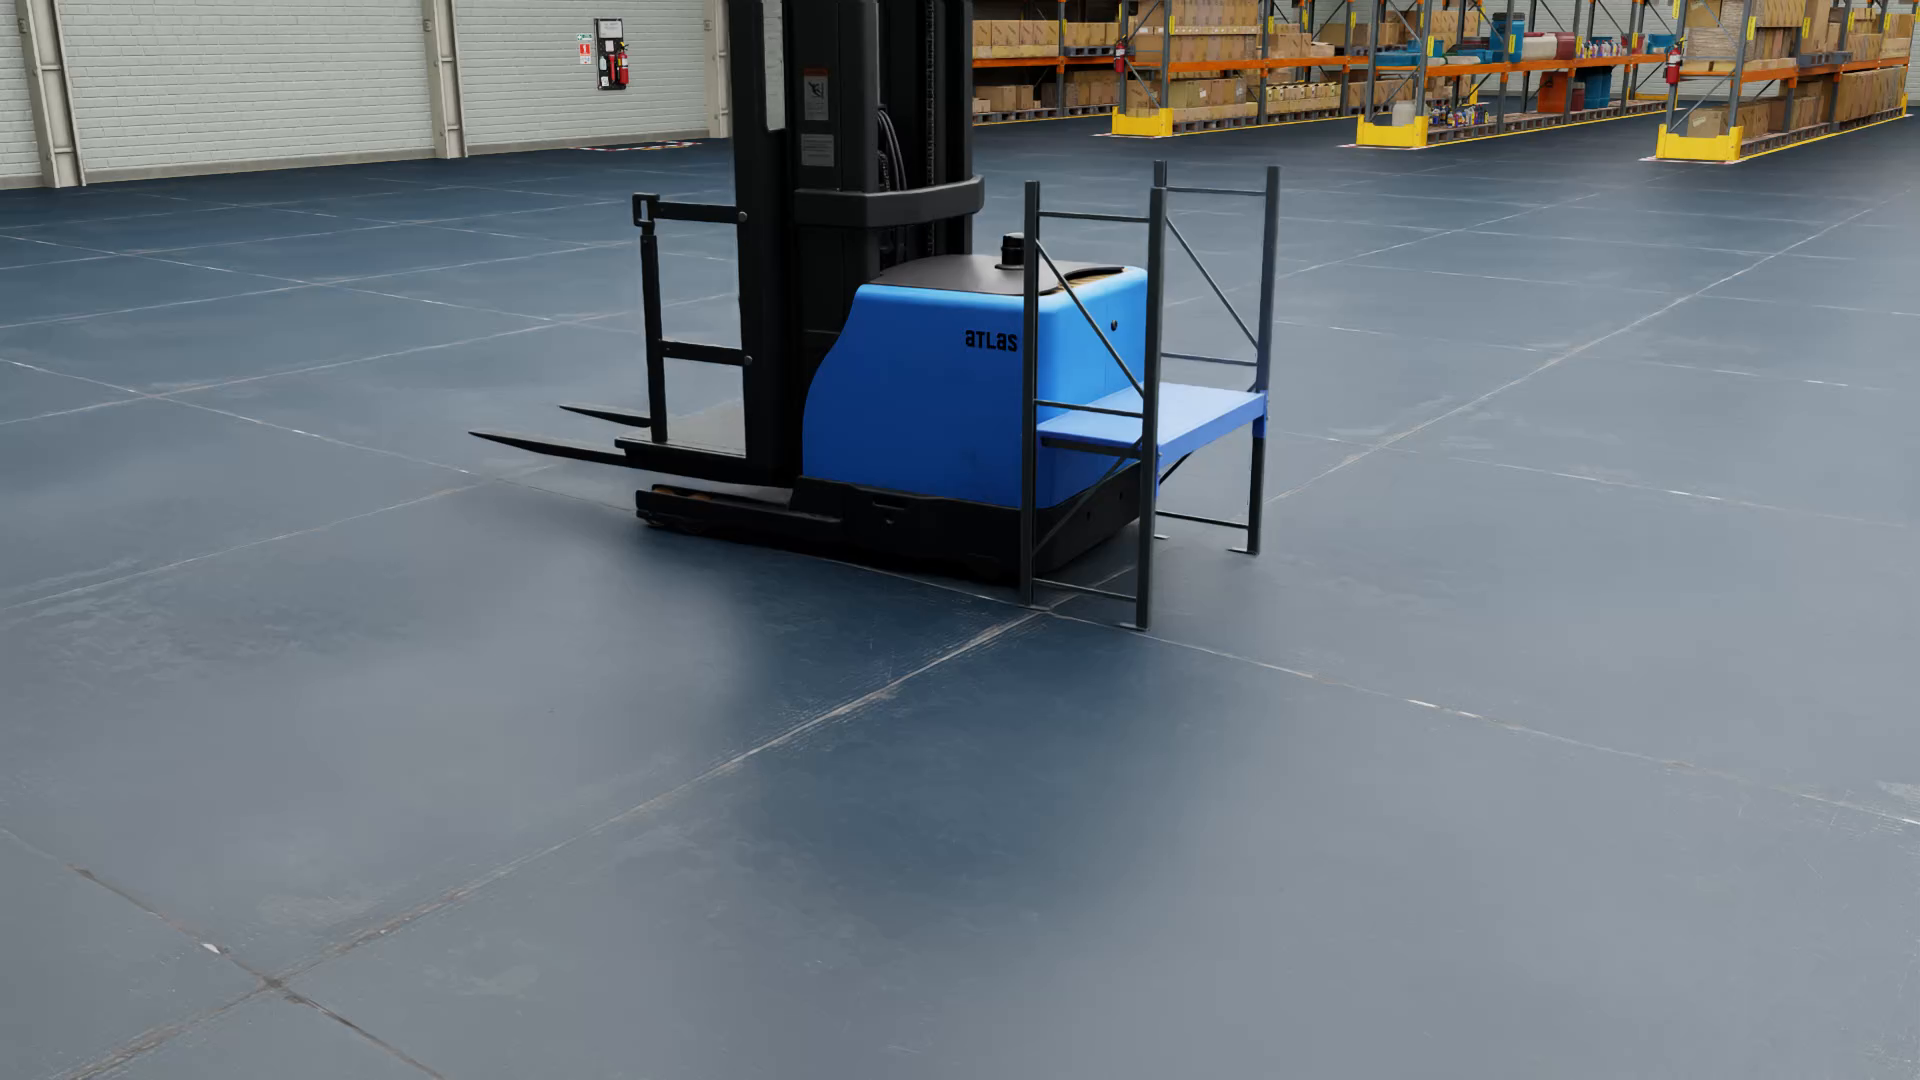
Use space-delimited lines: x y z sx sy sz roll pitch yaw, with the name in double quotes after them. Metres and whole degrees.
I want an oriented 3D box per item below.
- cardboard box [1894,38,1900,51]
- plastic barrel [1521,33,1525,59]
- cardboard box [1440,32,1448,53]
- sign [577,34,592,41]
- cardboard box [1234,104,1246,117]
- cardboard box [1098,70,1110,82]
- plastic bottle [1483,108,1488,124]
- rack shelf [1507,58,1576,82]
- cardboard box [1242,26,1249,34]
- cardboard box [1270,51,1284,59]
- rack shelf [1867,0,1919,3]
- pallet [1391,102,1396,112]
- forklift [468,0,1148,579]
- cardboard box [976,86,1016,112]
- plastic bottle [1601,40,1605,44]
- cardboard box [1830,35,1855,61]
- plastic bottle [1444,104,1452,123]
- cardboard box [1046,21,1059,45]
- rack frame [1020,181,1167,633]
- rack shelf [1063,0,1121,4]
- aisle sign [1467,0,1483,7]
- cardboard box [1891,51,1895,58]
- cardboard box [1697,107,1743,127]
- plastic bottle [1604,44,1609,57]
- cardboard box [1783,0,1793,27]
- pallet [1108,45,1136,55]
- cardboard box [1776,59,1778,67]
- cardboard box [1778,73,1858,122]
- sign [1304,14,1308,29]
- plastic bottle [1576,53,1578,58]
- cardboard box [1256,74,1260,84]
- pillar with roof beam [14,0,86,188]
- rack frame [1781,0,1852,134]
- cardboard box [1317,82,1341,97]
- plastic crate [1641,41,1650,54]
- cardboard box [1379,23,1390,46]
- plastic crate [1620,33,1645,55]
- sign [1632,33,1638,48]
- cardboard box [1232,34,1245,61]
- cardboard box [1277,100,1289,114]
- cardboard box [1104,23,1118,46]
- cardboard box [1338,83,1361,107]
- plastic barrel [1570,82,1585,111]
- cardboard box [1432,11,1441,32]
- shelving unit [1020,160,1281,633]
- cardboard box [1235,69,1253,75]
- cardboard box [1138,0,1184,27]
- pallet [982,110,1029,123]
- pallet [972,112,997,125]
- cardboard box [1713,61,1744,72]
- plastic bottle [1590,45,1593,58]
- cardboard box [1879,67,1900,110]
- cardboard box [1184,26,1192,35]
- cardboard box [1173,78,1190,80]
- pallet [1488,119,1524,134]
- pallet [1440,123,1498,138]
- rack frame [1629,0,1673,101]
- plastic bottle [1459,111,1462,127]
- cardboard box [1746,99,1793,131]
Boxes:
19.943 -10.692 35.867 0.500 0.250 0.500 12 21 35 "cardboard box"
10.550 -9.422 31.796 0.433 0.535 0.433 0 17 0 "plastic barrel"
11.719 -12.312 41.163 0.500 0.500 0.500 12 21 34 "cardboard box"
-6.294 -8.430 27.880 0.001 0.109 0.331 12 21 35 "sign"
5.421 -8.665 33.517 0.500 0.250 0.500 12 21 35 "cardboard box"
3.151 -10.817 38.726 0.500 0.250 0.500 12 21 34 "cardboard box"
9.782 -7.908 30.989 0.061 0.283 0.133 14 22 37 "plastic bottle"
10.995 -9.300 32.848 1.077 0.370 4.000 12 21 35 "rack shelf"
5.535 -10.177 33.197 0.380 0.149 0.250 12 21 33 "cardboard box"
6.520 -10.099 34.630 0.380 0.149 0.250 12 21 35 "cardboard box"
19.740 -11.763 35.721 1.077 0.370 4.000 12 21 35 "rack shelf"
10.140 -10.417 39.933 1.003 0.211 1.213 12 21 35 "pallet"
-0.762 -1.550 6.794 3.031 2.935 1.130 9 20 28 "forklift"
0.765 -9.433 35.533 0.700 0.500 0.500 11 20 31 "cardboard box"
14.060 -10.754 36.400 0.144 0.351 0.185 12 21 35 "plastic bottle"
16.673 -9.361 31.660 0.500 0.500 0.500 13 22 36 "cardboard box"
9.105 -7.968 31.070 0.144 0.351 0.185 12 21 35 "plastic bottle"
1.814 -11.047 36.215 0.500 0.500 0.500 12 21 35 "cardboard box"
0.437 -0.440 5.631 0.500 1.500 0.032 10 20 30 "rack frame"
3.039 -12.484 38.041 1.077 0.370 4.000 12 21 35 "rack shelf"
13.265 -14.106 42.725 0.394 0.787 0.004 12 21 35 "aisle sign"
19.763 -10.398 35.594 0.380 0.149 0.250 13 21 35 "cardboard box"
12.112 -6.641 26.577 0.500 0.500 0.500 -13 22 -36 "cardboard box"
13.997 -10.624 36.105 0.152 0.276 0.135 12 21 35 "plastic bottle"
13.139 -8.566 26.913 0.500 0.500 0.500 12 21 35 "cardboard box"
3.892 -11.591 39.334 1.213 0.211 1.003 12 21 35 "pallet"
13.221 -7.847 27.379 0.380 0.149 0.250 12 21 35 "cardboard box"
16.593 -8.592 32.227 1.225 0.875 0.875 11 21 32 "cardboard box"
7.770 -11.605 37.239 0.100 0.325 0.005 12 21 35 "sign"
12.704 -10.107 34.442 0.152 0.276 0.135 12 21 35 "plastic bottle"
7.751 -12.231 44.580 0.700 0.500 0.500 13 21 36 "cardboard box"
-8.081 -8.102 17.661 9.100 9.000 0.400 12 21 35 "pillar with roof beam"
16.165 -9.245 31.457 1.000 3.000 0.127 12 21 35 "rack frame"
8.097 -9.984 36.817 0.500 0.311 0.500 13 22 36 "cardboard box"
15.628 -11.376 38.418 0.437 0.282 0.530 12 21 35 "plastic crate"
9.591 -11.766 38.698 0.700 0.500 0.500 7 19 21 "cardboard box"
15.304 -11.301 37.867 0.402 0.464 0.583 12 21 35 "plastic crate"
15.011 -11.108 36.988 0.100 0.325 0.005 12 21 35 "sign"
5.259 -9.858 33.262 0.700 0.500 0.500 12 21 34 "cardboard box"
6.573 -9.105 34.934 0.500 0.250 0.500 13 22 36 "cardboard box"
3.234 -11.715 38.498 0.700 0.500 0.500 12 21 35 "cardboard box"
8.712 -10.071 37.589 0.500 0.500 0.500 14 22 37 "cardboard box"
13.138 -9.558 35.822 0.600 0.588 0.708 12 21 35 "plastic barrel"
11.408 -12.660 40.599 0.500 0.500 0.500 12 21 33 "cardboard box"
0.700 -0.569 6.046 0.538 1.500 1.048 10 20 30 "shelving unit"
7.492 -12.350 43.867 0.380 0.149 0.250 13 22 37 "cardboard box"
3.764 -9.880 31.145 0.700 0.500 0.500 13 21 35 "cardboard box"
0.749 -9.129 35.784 1.003 0.211 1.213 12 21 35 "pallet"
0.022 -8.839 34.852 1.003 0.211 1.213 12 21 35 "pallet"
11.759 -7.246 25.442 0.380 0.149 0.250 12 21 35 "cardboard box"
13.346 -10.348 35.225 0.097 0.271 0.097 0 17 0 "plastic bottle"
20.072 -9.953 36.611 0.875 0.875 0.875 12 21 35 "cardboard box"
4.156 -9.627 31.423 0.380 0.149 0.250 13 21 35 "cardboard box"
4.408 -8.877 32.934 0.500 0.500 0.500 12 21 35 "cardboard box"
10.240 -8.030 32.246 1.003 0.211 1.213 12 21 35 "pallet"
9.370 -7.683 31.130 1.003 0.211 1.213 12 21 35 "pallet"
16.954 -12.026 40.411 1.000 3.000 0.127 12 21 35 "rack frame"
9.015 -7.604 30.032 0.097 0.271 0.097 0 17 0 "plastic bottle"
14.165 -7.451 29.153 0.700 0.500 0.500 11 20 31 "cardboard box"
